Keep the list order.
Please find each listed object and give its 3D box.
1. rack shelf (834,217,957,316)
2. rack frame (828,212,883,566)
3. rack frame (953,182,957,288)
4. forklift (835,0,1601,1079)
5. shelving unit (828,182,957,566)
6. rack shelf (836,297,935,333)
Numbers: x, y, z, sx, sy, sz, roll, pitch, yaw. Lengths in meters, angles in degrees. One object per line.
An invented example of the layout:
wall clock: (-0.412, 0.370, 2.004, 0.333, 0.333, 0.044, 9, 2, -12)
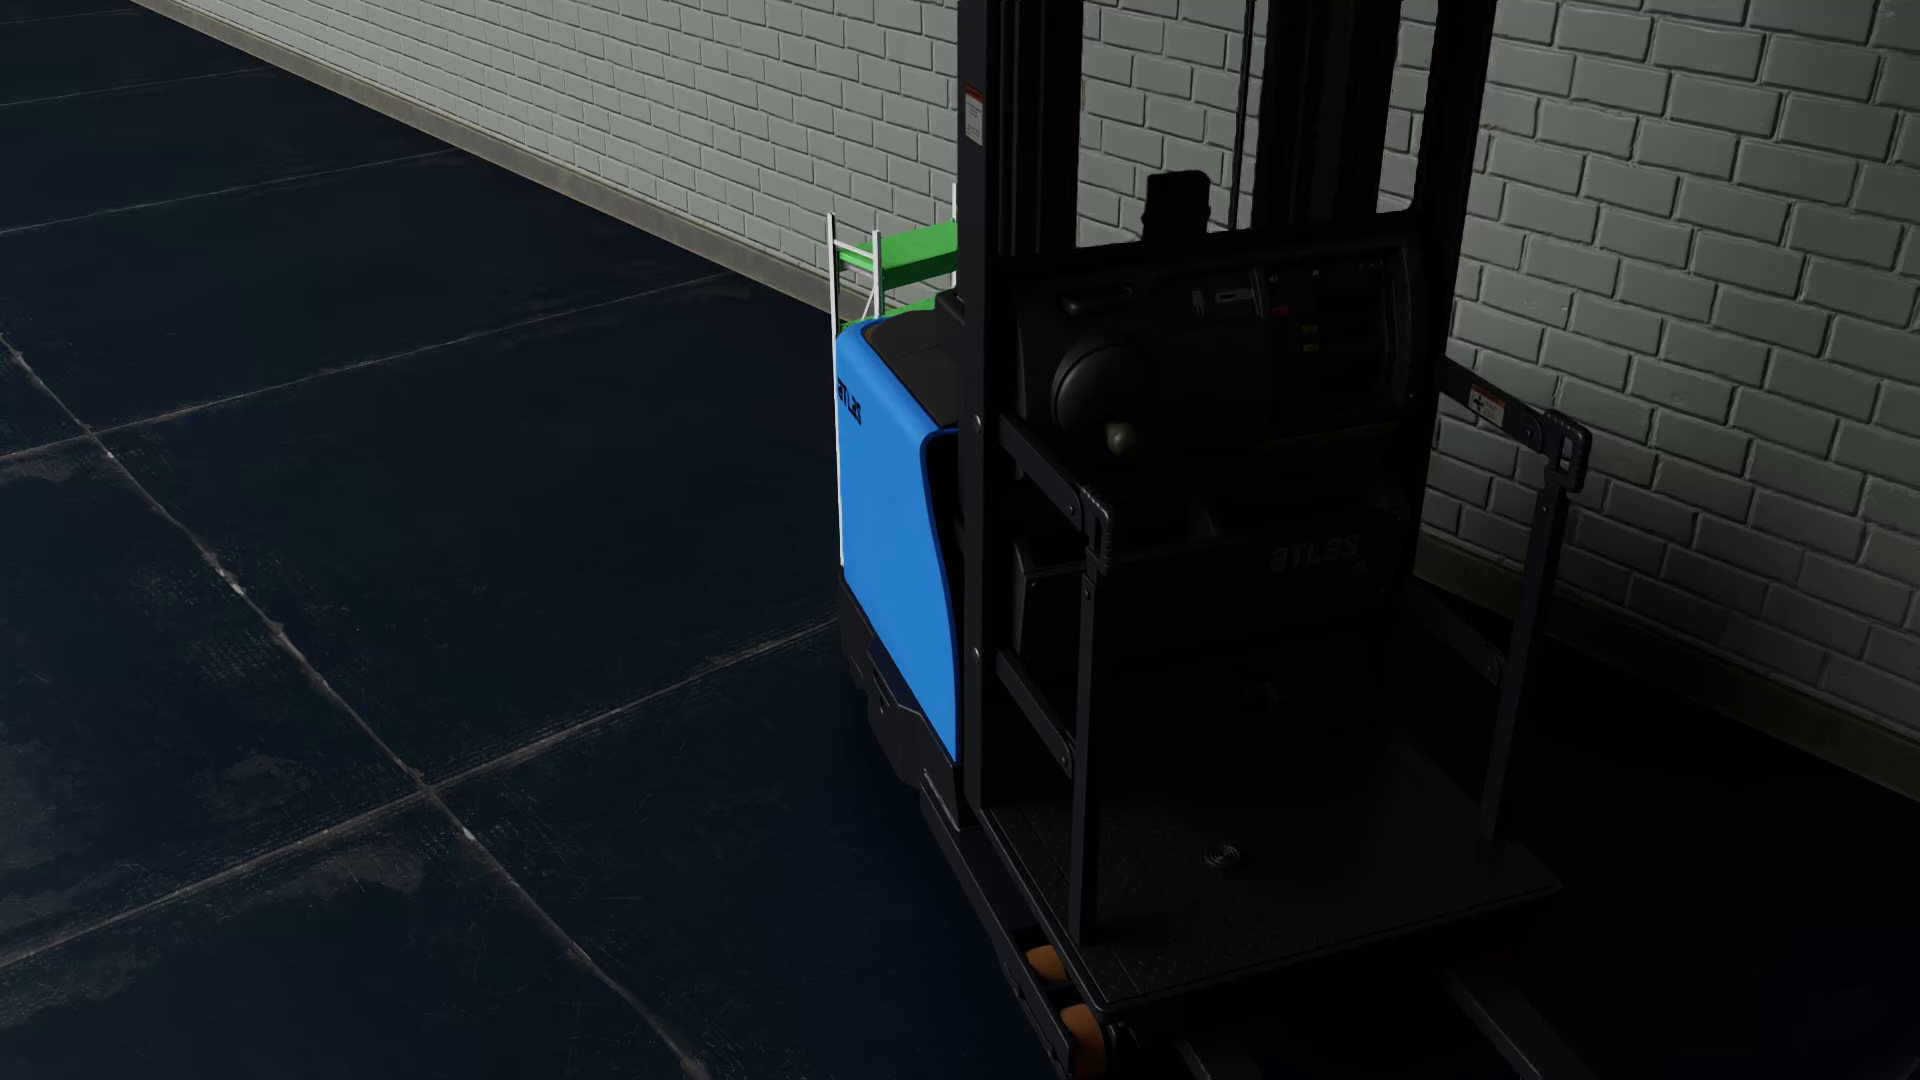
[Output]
rack shelf: (-0.126, -0.846, 5.103, 0.480, 0.148, 0.258, -22, 35, -35)
rack frame: (-0.312, -0.404, 5.160, 0.015, 1.200, 0.240, -22, 35, -35)
rack frame: (0.060, -0.553, 5.439, 0.015, 1.200, 0.240, -22, 35, -35)
forklift: (0.622, -0.361, 3.243, 1.130, 2.935, 3.031, -10, 30, -17)
shelving unit: (-0.126, -0.479, 5.300, 0.503, 1.200, 0.258, -22, 35, -35)
rack shelf: (-0.126, -0.634, 5.217, 0.480, 0.148, 0.258, -22, 35, -35)
